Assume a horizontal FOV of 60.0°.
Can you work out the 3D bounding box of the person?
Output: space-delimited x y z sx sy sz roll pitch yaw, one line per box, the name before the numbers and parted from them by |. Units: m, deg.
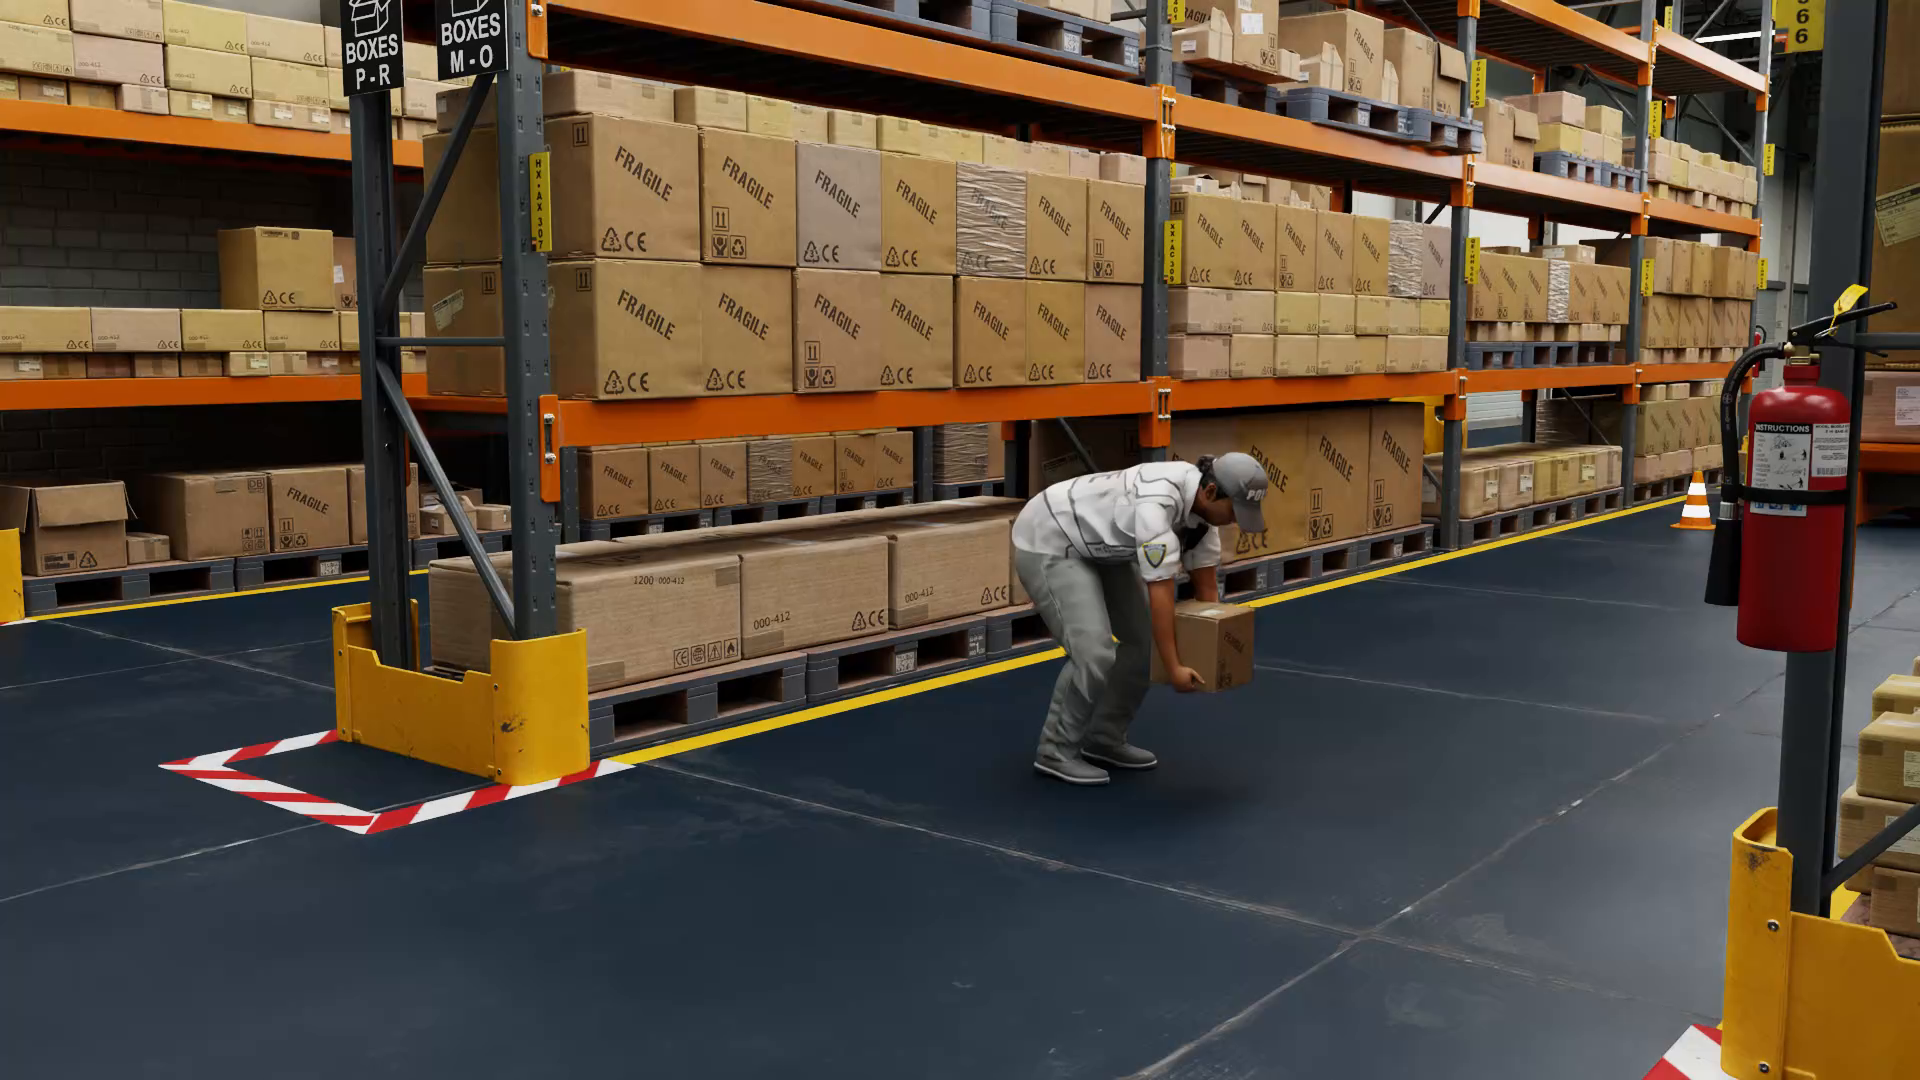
person | 0.622 0.262 5.717 0.911 1.153 0.492 5 8 36
